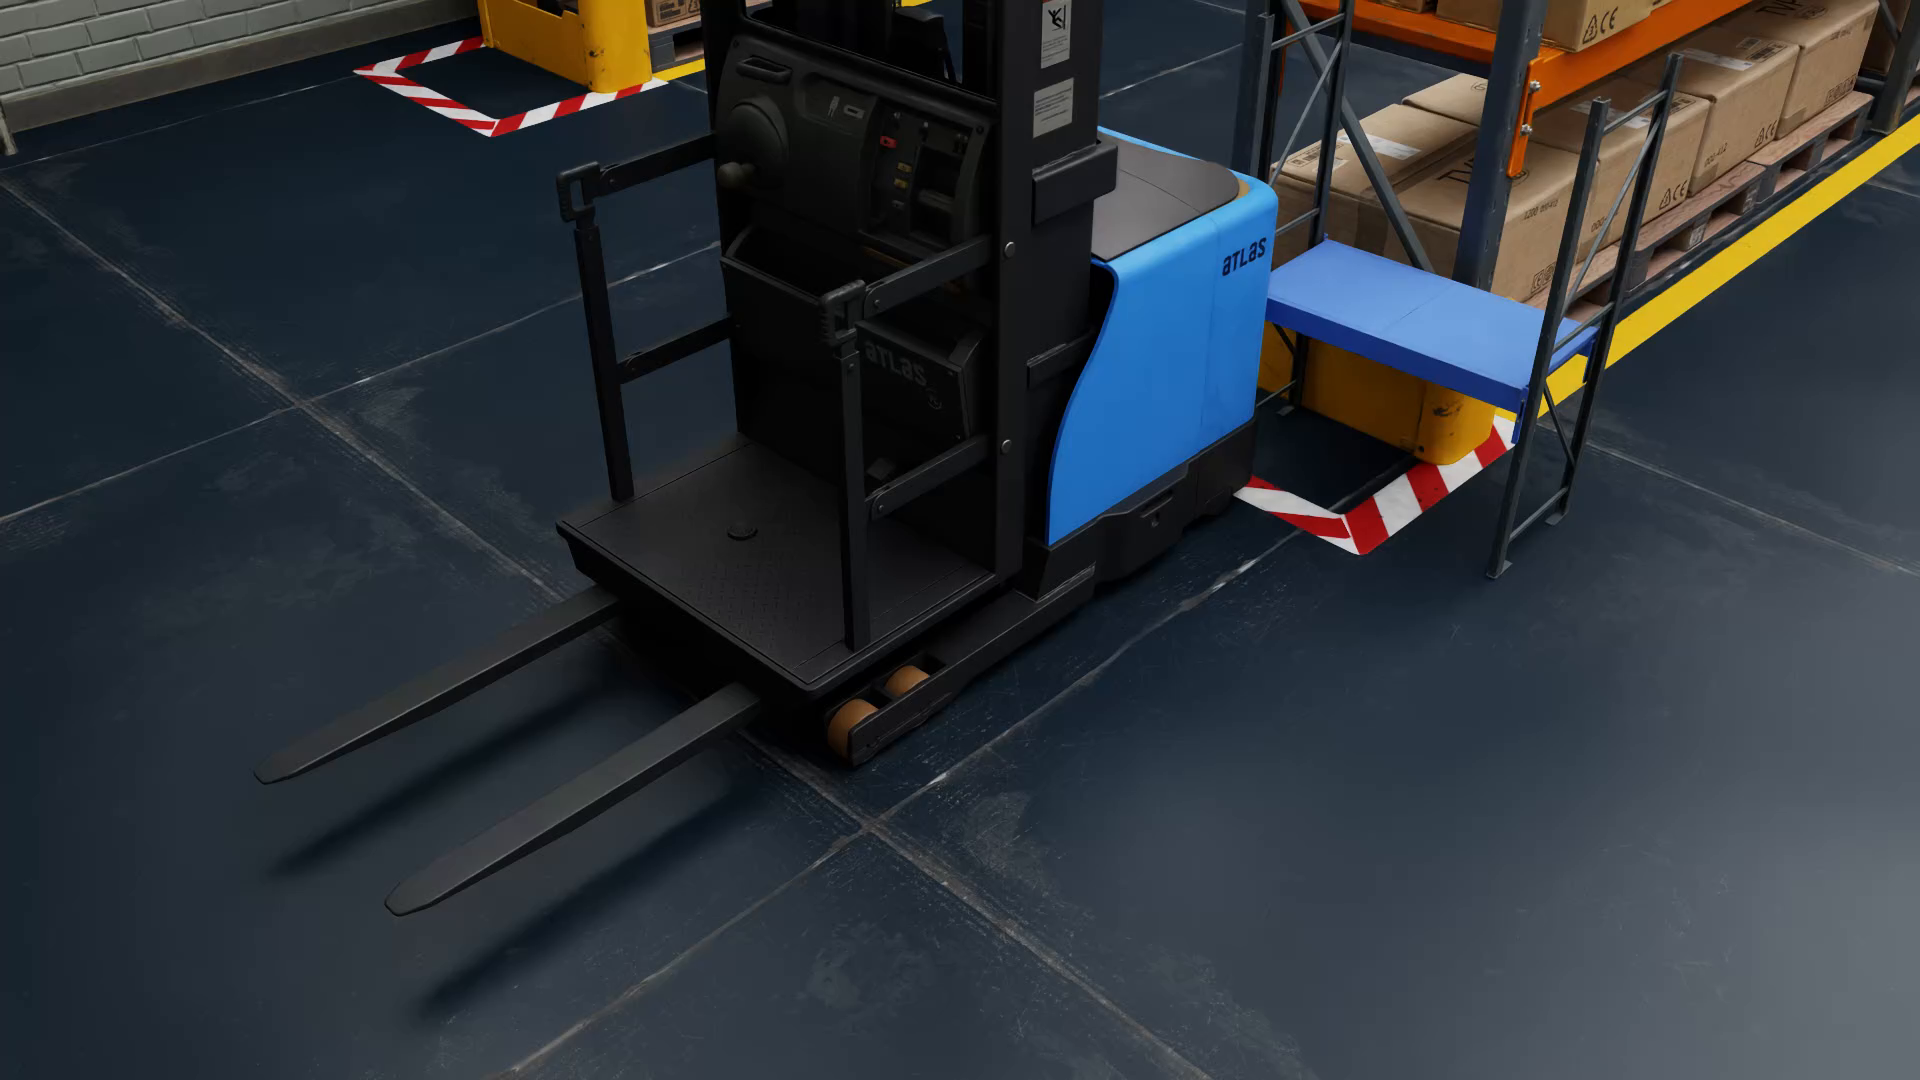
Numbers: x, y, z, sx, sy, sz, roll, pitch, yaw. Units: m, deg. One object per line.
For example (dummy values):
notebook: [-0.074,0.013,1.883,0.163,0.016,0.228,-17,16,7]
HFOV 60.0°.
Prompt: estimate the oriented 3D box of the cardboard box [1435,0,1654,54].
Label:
cardboard box: [1.894,-1.901,5.266,0.500,0.500,0.500,29,44,35]

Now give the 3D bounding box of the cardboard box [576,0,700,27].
cardboard box: [-1.675,-3.138,8.943,0.797,0.503,0.637,28,43,34]

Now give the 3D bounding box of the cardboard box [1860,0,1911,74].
cardboard box: [4.550,-2.989,8.404,0.875,0.875,0.875,-28,44,-34]

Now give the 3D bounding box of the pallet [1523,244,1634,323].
pallet: [1.859,-0.993,6.490,1.003,0.211,1.213,30,45,35]

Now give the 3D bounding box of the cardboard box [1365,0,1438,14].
cardboard box: [1.504,-2.124,5.587,0.500,0.500,0.500,-30,45,-35]

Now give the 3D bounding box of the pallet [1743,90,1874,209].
pallet: [3.579,-1.984,7.910,1.003,0.211,1.213,30,45,35]

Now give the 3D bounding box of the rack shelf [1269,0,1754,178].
rack shelf: [2.761,-2.298,6.551,1.077,0.370,4.000,30,45,35]

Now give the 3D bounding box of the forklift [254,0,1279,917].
forklift: [-0.433,-0.945,4.043,1.130,2.935,3.031,29,44,35]

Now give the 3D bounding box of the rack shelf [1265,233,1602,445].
rack shelf: [1.413,-0.652,5.187,1.000,0.185,0.538,28,43,34]

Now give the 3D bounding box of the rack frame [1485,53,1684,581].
rack frame: [1.788,-0.603,4.803,0.032,1.500,0.500,28,43,34]

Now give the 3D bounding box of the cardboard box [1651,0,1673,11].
cardboard box: [2.230,-2.118,5.577,0.500,0.500,0.500,29,44,35]

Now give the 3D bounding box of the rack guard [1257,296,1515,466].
rack guard: [1.335,-0.746,5.882,1.175,0.500,0.348,30,45,35]

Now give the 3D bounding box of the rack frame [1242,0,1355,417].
rack frame: [1.037,-0.995,5.366,0.032,1.500,0.500,28,43,34]

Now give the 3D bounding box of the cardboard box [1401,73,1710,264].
cardboard box: [2.385,-1.585,6.774,0.875,0.438,0.875,-29,44,-34]

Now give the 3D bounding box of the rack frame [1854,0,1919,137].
rack frame: [4.170,-3.405,7.510,1.000,3.000,0.127,30,45,35]

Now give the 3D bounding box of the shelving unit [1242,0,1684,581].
shelving unit: [1.413,-0.799,5.085,1.048,1.500,0.538,28,43,34]

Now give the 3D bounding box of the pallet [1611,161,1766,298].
pallet: [2.719,-1.486,7.196,1.003,0.211,1.213,30,45,35]

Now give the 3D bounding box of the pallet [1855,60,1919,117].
pallet: [4.660,-2.605,8.800,1.003,0.211,1.213,30,45,35]

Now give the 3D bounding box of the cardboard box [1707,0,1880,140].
cardboard box: [3.651,-2.314,7.819,0.875,0.438,0.875,29,44,35]

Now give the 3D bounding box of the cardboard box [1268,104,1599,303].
cardboard box: [1.746,-1.210,6.236,0.875,0.438,0.875,28,44,34]

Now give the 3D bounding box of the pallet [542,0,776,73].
pallet: [-1.559,-2.991,9.354,1.003,0.211,1.213,30,45,35]

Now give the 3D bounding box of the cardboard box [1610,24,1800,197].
cardboard box: [3.021,-1.951,7.298,0.875,0.438,0.875,28,44,34]

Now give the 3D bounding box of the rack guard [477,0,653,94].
rack guard: [-2.120,-2.785,8.807,1.175,0.500,0.348,30,45,35]

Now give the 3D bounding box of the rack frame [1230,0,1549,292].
rack frame: [1.352,-1.781,5.181,1.000,3.000,0.127,30,45,35]
